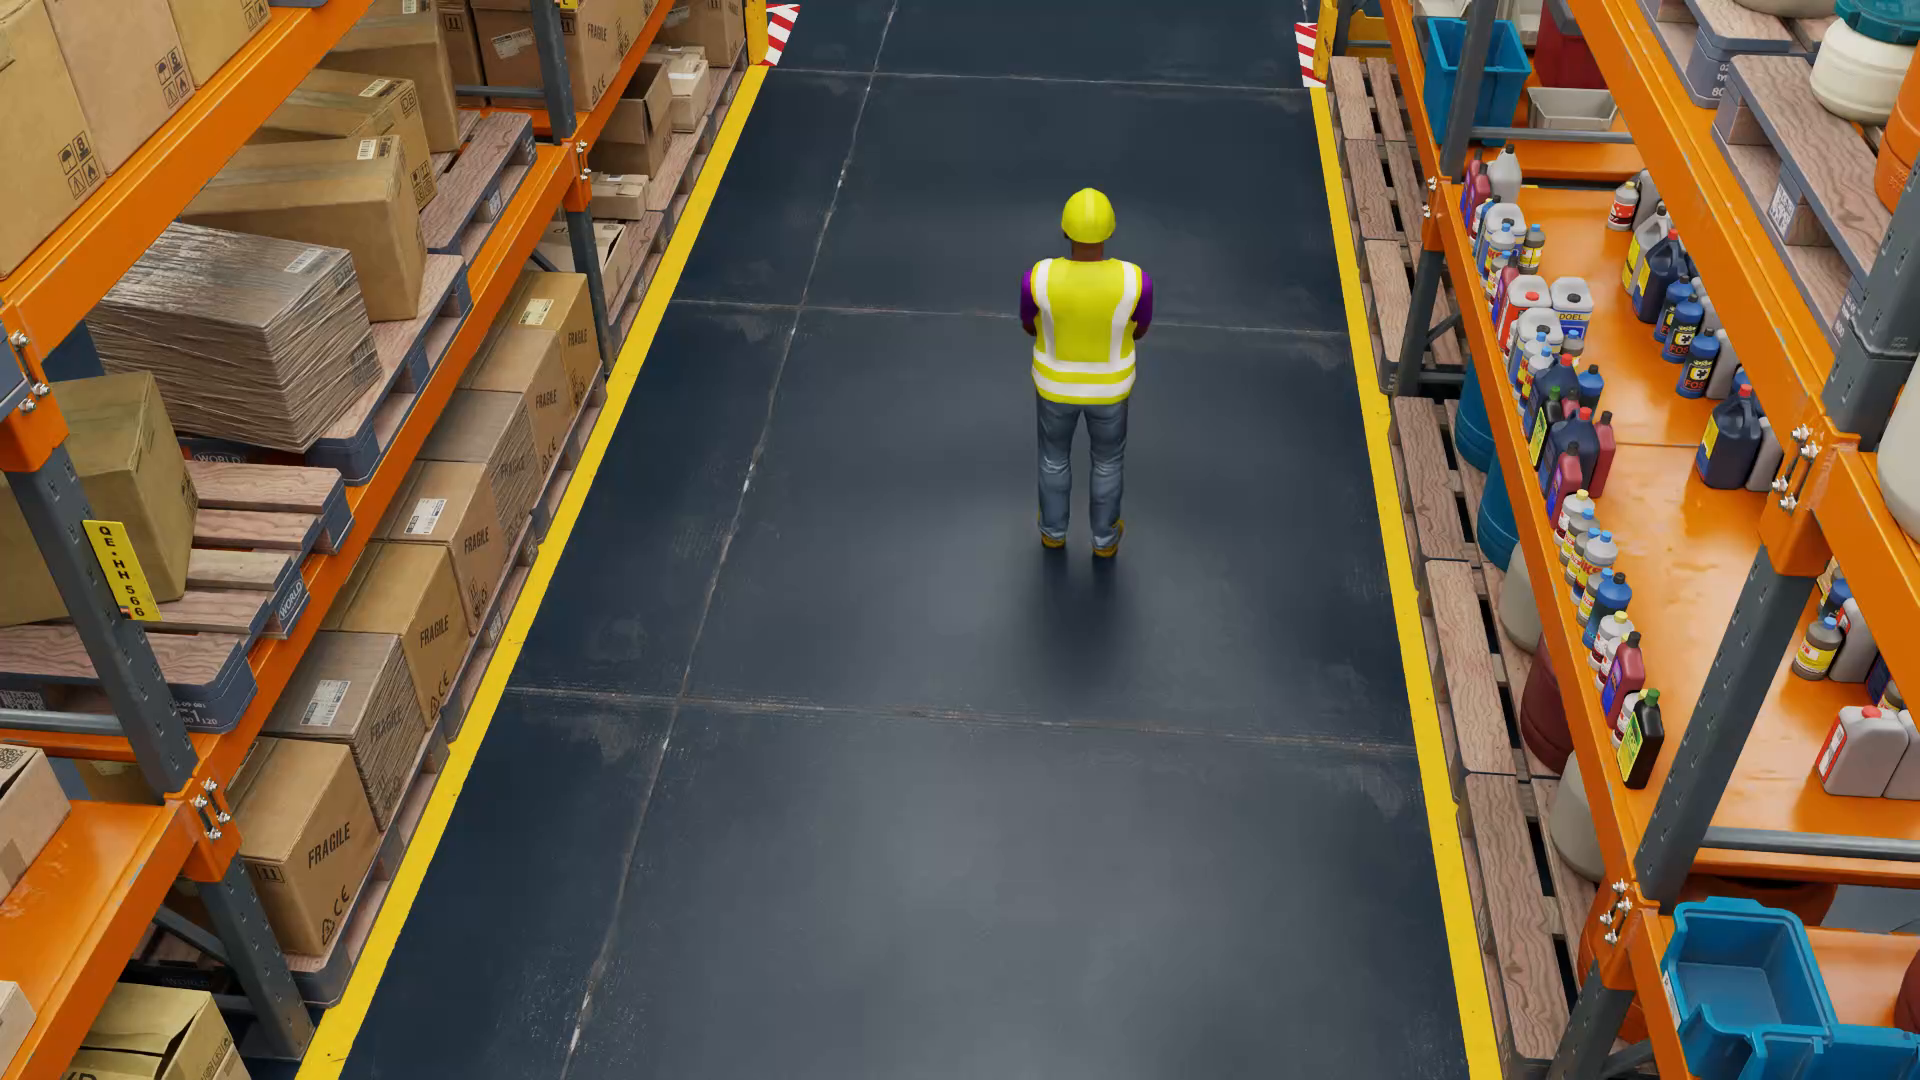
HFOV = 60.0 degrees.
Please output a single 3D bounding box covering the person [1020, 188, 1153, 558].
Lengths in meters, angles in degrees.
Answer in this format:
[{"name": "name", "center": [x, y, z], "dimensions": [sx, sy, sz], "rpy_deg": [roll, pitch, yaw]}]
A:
[{"name": "person", "center": [0.516, -0.723, 7.002], "dimensions": [0.535, 1.769, 0.558], "rpy_deg": [3, 40, 4]}]
